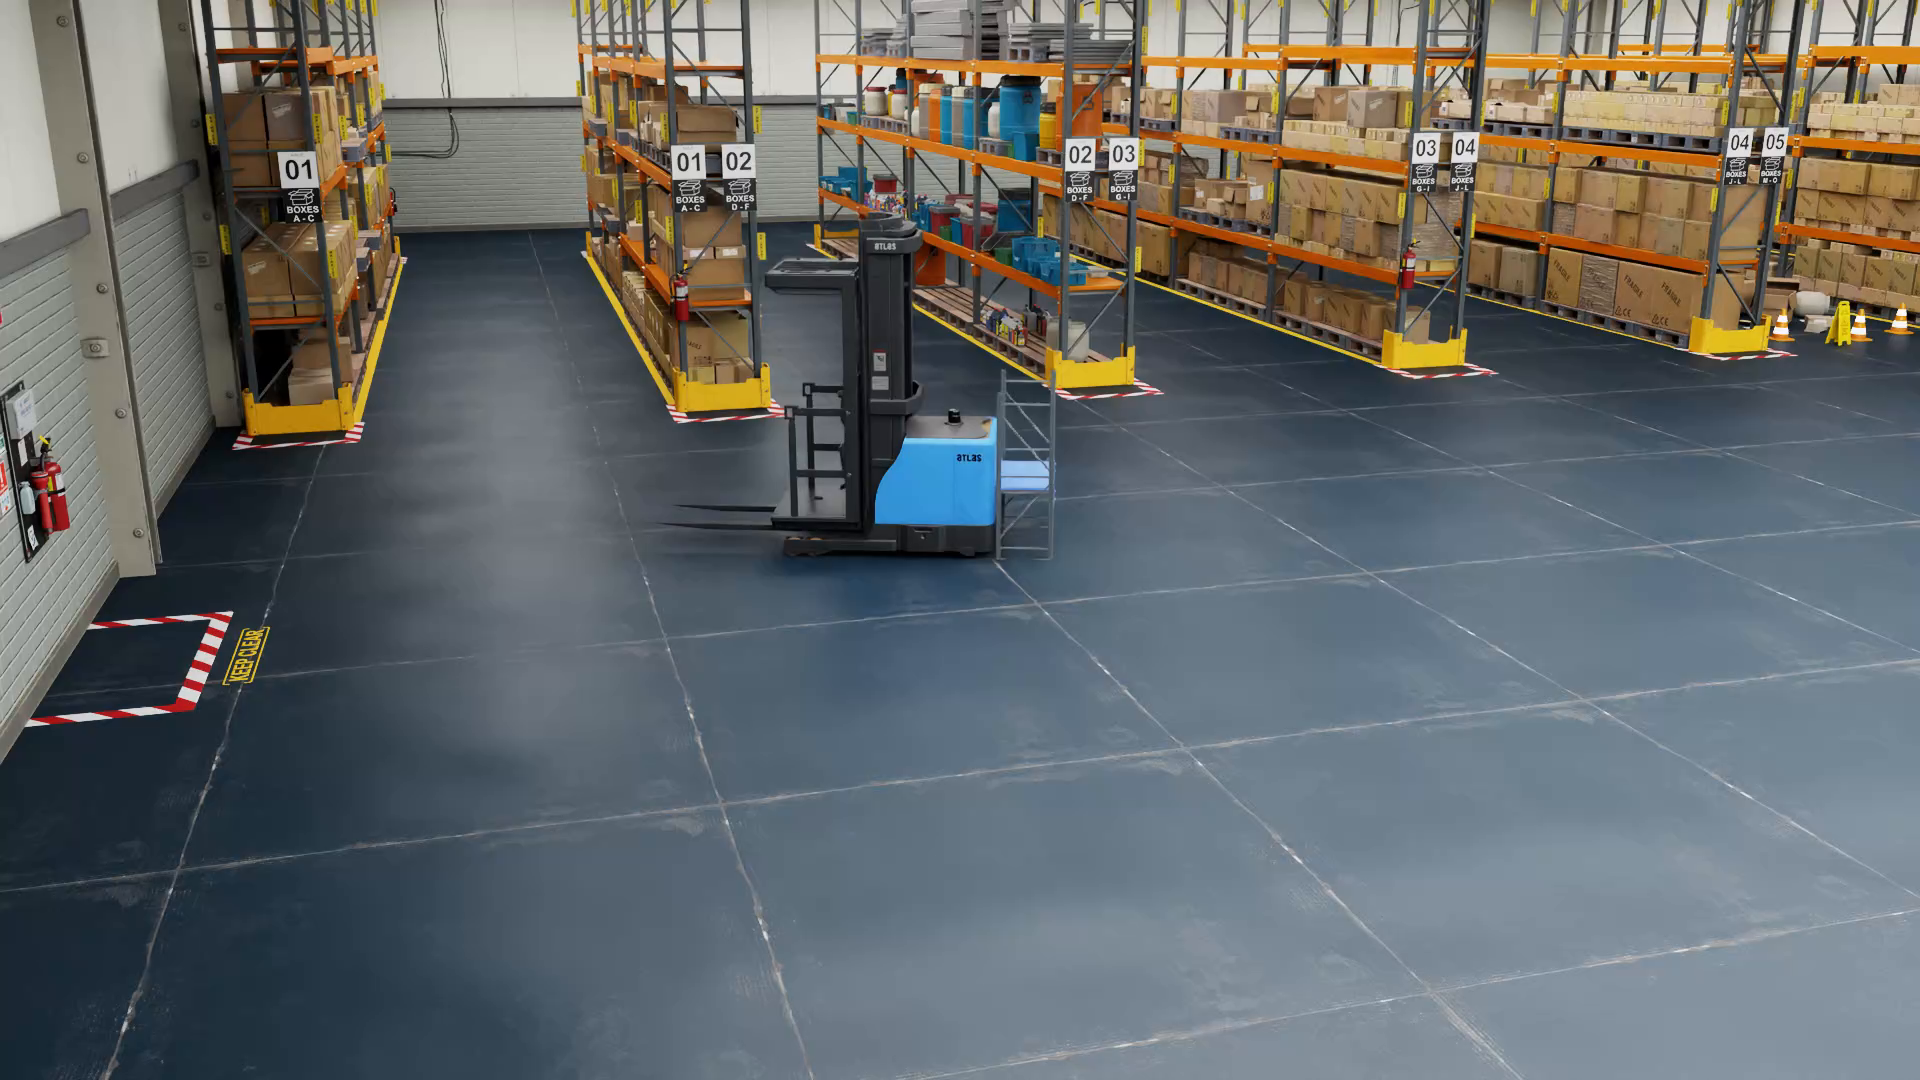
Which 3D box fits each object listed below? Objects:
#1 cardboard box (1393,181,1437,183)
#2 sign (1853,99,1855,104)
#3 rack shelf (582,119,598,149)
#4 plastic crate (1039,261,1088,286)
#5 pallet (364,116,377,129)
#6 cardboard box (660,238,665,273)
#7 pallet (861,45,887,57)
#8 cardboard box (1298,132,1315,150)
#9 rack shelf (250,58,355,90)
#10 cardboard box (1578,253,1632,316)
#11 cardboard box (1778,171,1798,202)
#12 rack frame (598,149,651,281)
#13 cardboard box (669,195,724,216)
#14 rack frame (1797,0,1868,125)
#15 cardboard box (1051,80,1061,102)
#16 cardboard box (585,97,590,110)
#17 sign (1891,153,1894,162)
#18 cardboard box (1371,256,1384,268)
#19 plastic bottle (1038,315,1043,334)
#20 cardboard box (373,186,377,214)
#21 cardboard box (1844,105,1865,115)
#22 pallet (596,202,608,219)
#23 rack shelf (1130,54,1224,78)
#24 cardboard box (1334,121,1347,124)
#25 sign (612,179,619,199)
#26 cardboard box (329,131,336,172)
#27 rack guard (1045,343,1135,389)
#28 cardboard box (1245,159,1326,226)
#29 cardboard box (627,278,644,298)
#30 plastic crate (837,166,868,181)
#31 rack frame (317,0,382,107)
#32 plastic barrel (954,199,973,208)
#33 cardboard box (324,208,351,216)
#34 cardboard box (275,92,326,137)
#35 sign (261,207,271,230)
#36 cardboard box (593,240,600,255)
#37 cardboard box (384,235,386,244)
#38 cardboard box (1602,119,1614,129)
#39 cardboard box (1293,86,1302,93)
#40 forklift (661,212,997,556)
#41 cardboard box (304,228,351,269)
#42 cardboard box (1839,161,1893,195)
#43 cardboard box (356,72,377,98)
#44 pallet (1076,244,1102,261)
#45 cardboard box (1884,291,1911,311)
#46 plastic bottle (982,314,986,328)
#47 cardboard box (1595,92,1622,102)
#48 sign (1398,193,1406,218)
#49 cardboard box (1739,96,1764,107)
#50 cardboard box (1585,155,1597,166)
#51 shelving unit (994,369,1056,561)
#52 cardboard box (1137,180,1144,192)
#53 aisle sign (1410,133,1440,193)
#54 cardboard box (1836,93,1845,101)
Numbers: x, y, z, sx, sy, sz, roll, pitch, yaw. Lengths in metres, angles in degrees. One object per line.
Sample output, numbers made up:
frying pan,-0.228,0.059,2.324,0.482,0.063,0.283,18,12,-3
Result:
cardboard box,6.537,-4.872,23.826,0.500,0.500,0.500,-5,17,-15
sign,15.505,-7.509,28.922,0.100,0.325,0.005,-5,17,-15
rack shelf,-6.817,-8.073,32.947,1.077,0.370,4.000,-5,17,-15
plastic crate,1.369,-3.542,22.086,0.499,0.251,0.616,-5,17,-15
pallet,-11.244,-7.656,30.463,1.003,0.211,1.213,-5,17,-15
cardboard box,-3.790,-3.995,23.161,0.700,0.500,0.500,-5,17,-16
pallet,-1.247,-9.183,31.201,1.003,0.211,1.213,-5,17,-15
cardboard box,5.485,-6.071,25.292,0.500,0.250,0.500,-5,17,-16
rack shelf,-9.380,-6.712,23.898,1.077,0.370,4.000,-5,17,-15
cardboard box,10.611,-4.116,26.701,0.875,0.875,0.875,-5,17,-15
cardboard box,14.638,-6.281,29.526,0.500,0.500,0.500,-5,17,-16
rack frame,-6.267,-6.427,31.433,1.000,3.000,0.127,-5,17,-15
cardboard box,-3.389,-4.206,21.610,0.700,0.500,0.500,-5,17,-15
rack frame,14.986,-8.653,28.415,1.000,3.000,0.127,-5,17,-15
cardboard box,2.393,-9.745,36.185,0.700,0.500,0.500,-5,18,-17
cardboard box,-7.201,-8.699,33.172,0.500,0.250,0.500,-5,17,-15
sign,19.191,-7.879,34.254,0.100,0.325,0.005,-5,17,-15
cardboard box,6.093,-3.967,23.678,0.380,0.149,0.250,-5,17,-15
plastic bottle,1.199,-3.202,24.652,0.061,0.283,0.133,-5,17,-15
cardboard box,-10.380,-5.847,28.775,0.500,0.500,0.500,-5,17,-15
cardboard box,14.968,-7.147,27.666,0.380,0.149,0.250,-5,17,-16
pallet,-6.153,-6.106,30.696,1.003,0.211,1.213,-5,17,-15
rack shelf,3.808,-8.993,31.493,1.077,0.370,4.000,-5,17,-15
cardboard box,5.962,-6.342,25.501,0.380,0.149,0.250,-6,18,-18
sign,-5.687,-5.792,27.443,0.100,0.325,0.005,-5,17,-15
cardboard box,-8.010,-4.763,20.469,0.500,0.500,0.500,-4,17,-12
rack guard,1.728,-2.319,22.100,1.175,0.500,0.348,-5,17,-15
cardboard box,5.373,-5.716,27.292,1.000,1.000,1.000,-5,17,-15
cardboard box,-5.016,-4.020,26.493,0.500,0.311,0.500,-5,17,-17
plastic crate,-2.331,-7.892,36.144,0.616,0.435,0.499,-5,17,-15
rack frame,-12.128,-10.014,32.946,1.000,3.000,0.127,-5,17,-15
plastic barrel,0.084,-5.497,28.143,0.421,0.512,0.421,0,17,0
cardboard box,-9.295,-4.559,24.273,0.700,0.500,0.500,-2,17,-8
cardboard box,-7.693,-4.957,19.377,0.500,0.500,0.500,-5,17,-16
sign,-9.363,-4.331,22.443,0.100,0.325,0.005,-5,17,-15
cardboard box,-7.215,-5.978,33.952,0.500,0.250,0.500,-5,17,-15
cardboard box,-11.055,-5.673,31.411,0.380,0.149,0.250,-4,17,-13
cardboard box,10.309,-6.517,26.051,0.380,0.149,0.250,-5,17,-16
cardboard box,7.412,-9.721,35.884,0.380,0.149,0.250,-5,18,-17
forklift,-1.165,-1.408,14.842,3.031,2.935,1.130,1,17,4
cardboard box,-8.133,-3.735,21.391,0.500,0.500,0.500,-5,17,-17
cardboard box,15.129,-6.026,27.669,0.700,0.500,0.500,-5,17,-16
cardboard box,-11.386,-8.650,31.672,0.500,0.500,0.500,-5,18,-18
pallet,3.125,-6.090,35.159,1.003,0.211,1.213,-5,17,-15
cardboard box,15.469,-3.904,27.083,0.500,0.250,0.500,-5,17,-15
plastic bottle,0.389,-3.325,25.203,0.097,0.201,0.097,0,17,0
cardboard box,10.238,-6.970,26.171,0.380,0.149,0.250,-5,17,-16
sign,6.017,-4.558,22.647,0.100,0.325,0.005,-5,17,-15
cardboard box,11.500,-6.388,24.236,0.380,0.149,0.250,-5,17,-15
cardboard box,13.214,-7.815,34.140,0.500,0.500,0.500,-5,17,-15
shelving unit,0.597,-0.691,14.942,0.538,1.500,1.048,1,17,3
cardboard box,3.568,-6.690,32.135,0.500,0.500,0.500,-4,17,-14
aisle sign,6.285,-5.094,22.477,0.394,0.787,0.004,-5,17,-15
cardboard box,18.308,-9.131,34.270,0.380,0.149,0.250,-5,18,-17
